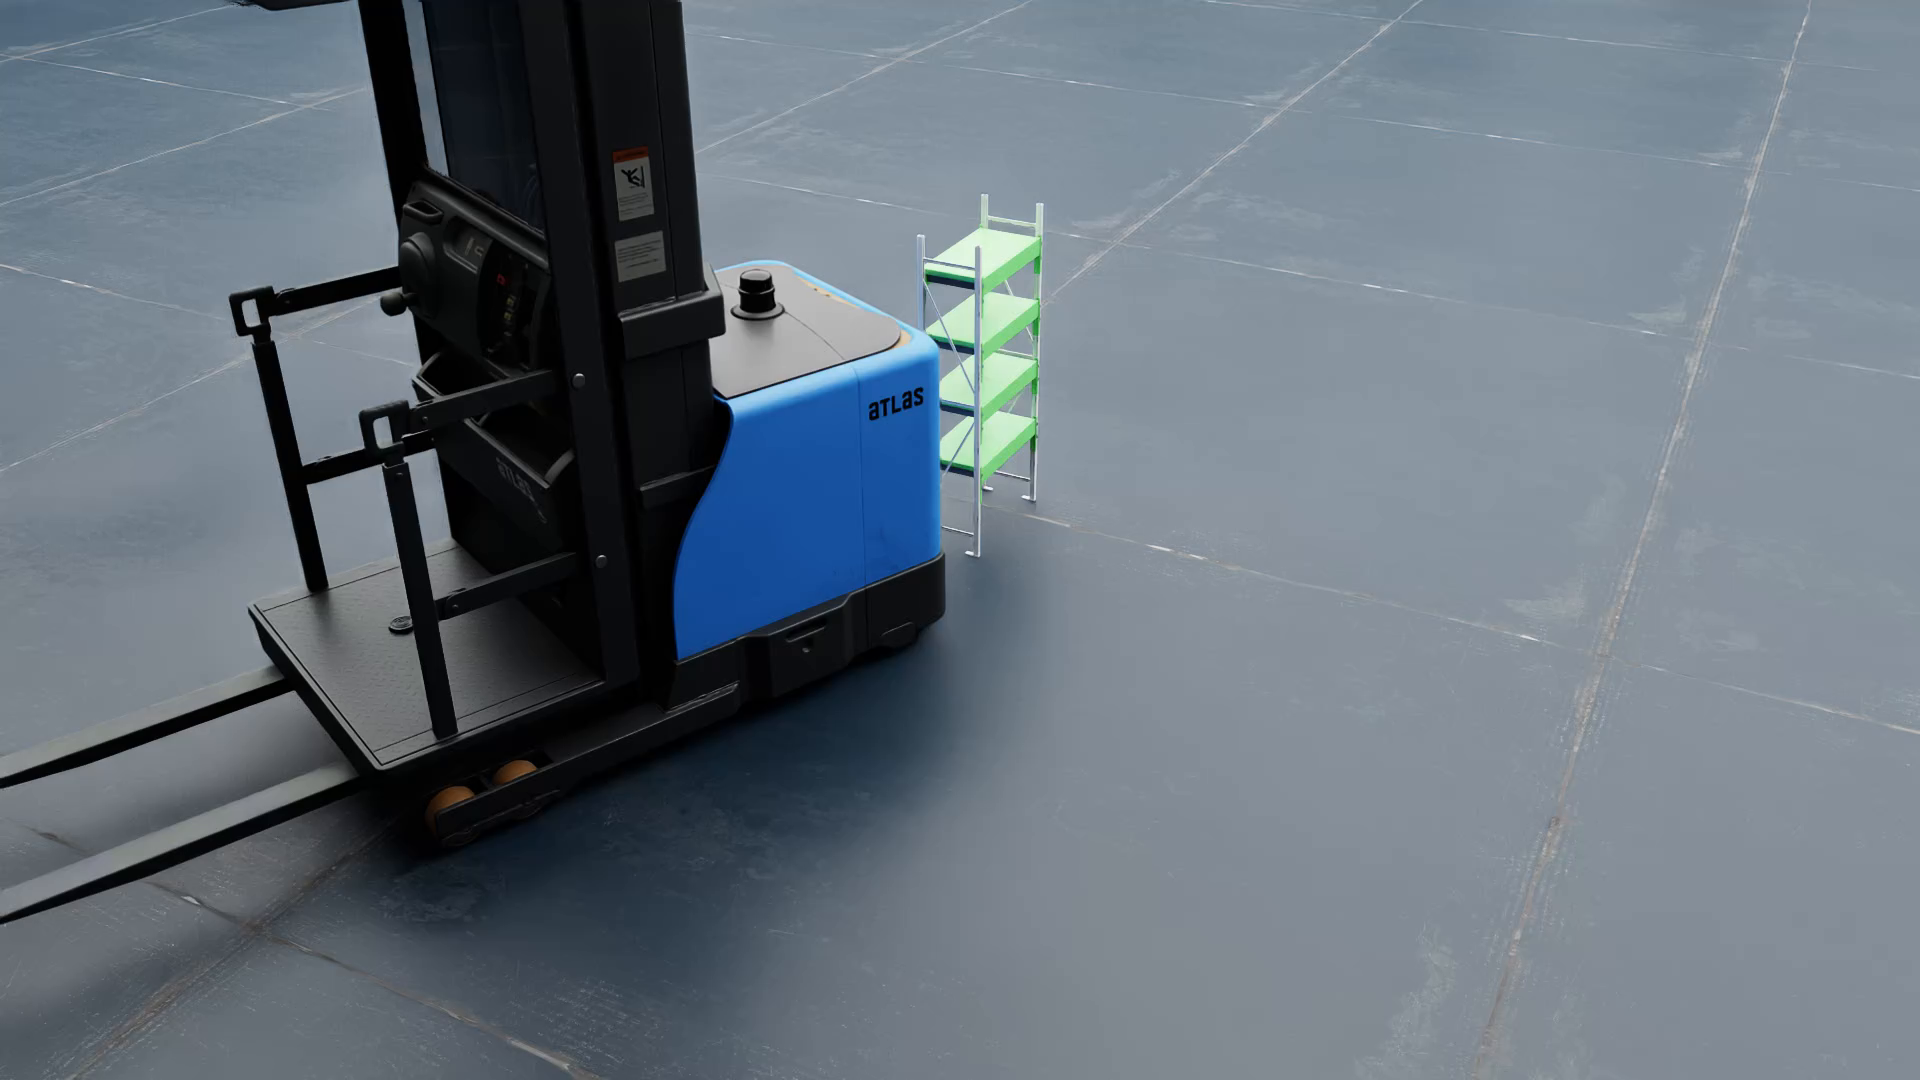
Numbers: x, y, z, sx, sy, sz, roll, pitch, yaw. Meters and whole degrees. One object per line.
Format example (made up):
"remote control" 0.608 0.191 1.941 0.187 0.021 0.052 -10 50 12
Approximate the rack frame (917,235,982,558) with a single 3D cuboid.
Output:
"rack frame" -0.036 -0.486 5.891 0.240 1.200 0.015 14 33 23

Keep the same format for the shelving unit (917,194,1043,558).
"shelving unit" 0.075 -0.594 6.079 0.258 1.200 0.503 14 33 23

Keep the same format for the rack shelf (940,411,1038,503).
"rack shelf" 0.075 -0.330 6.230 0.258 0.148 0.480 14 33 23

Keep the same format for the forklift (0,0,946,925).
"forklift" -1.519 -0.698 4.523 3.031 2.935 1.130 -22 36 -33

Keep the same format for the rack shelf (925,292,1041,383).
"rack shelf" 0.075 -0.746 5.991 0.258 0.148 0.480 14 33 23

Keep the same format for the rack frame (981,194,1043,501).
"rack frame" 0.187 -0.702 6.267 0.240 1.200 0.015 14 33 23

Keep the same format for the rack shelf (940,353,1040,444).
"rack shelf" 0.075 -0.538 6.111 0.258 0.148 0.480 14 33 23

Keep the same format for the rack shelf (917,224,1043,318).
"rack shelf" 0.075 -0.955 5.872 0.258 0.148 0.480 14 33 23
